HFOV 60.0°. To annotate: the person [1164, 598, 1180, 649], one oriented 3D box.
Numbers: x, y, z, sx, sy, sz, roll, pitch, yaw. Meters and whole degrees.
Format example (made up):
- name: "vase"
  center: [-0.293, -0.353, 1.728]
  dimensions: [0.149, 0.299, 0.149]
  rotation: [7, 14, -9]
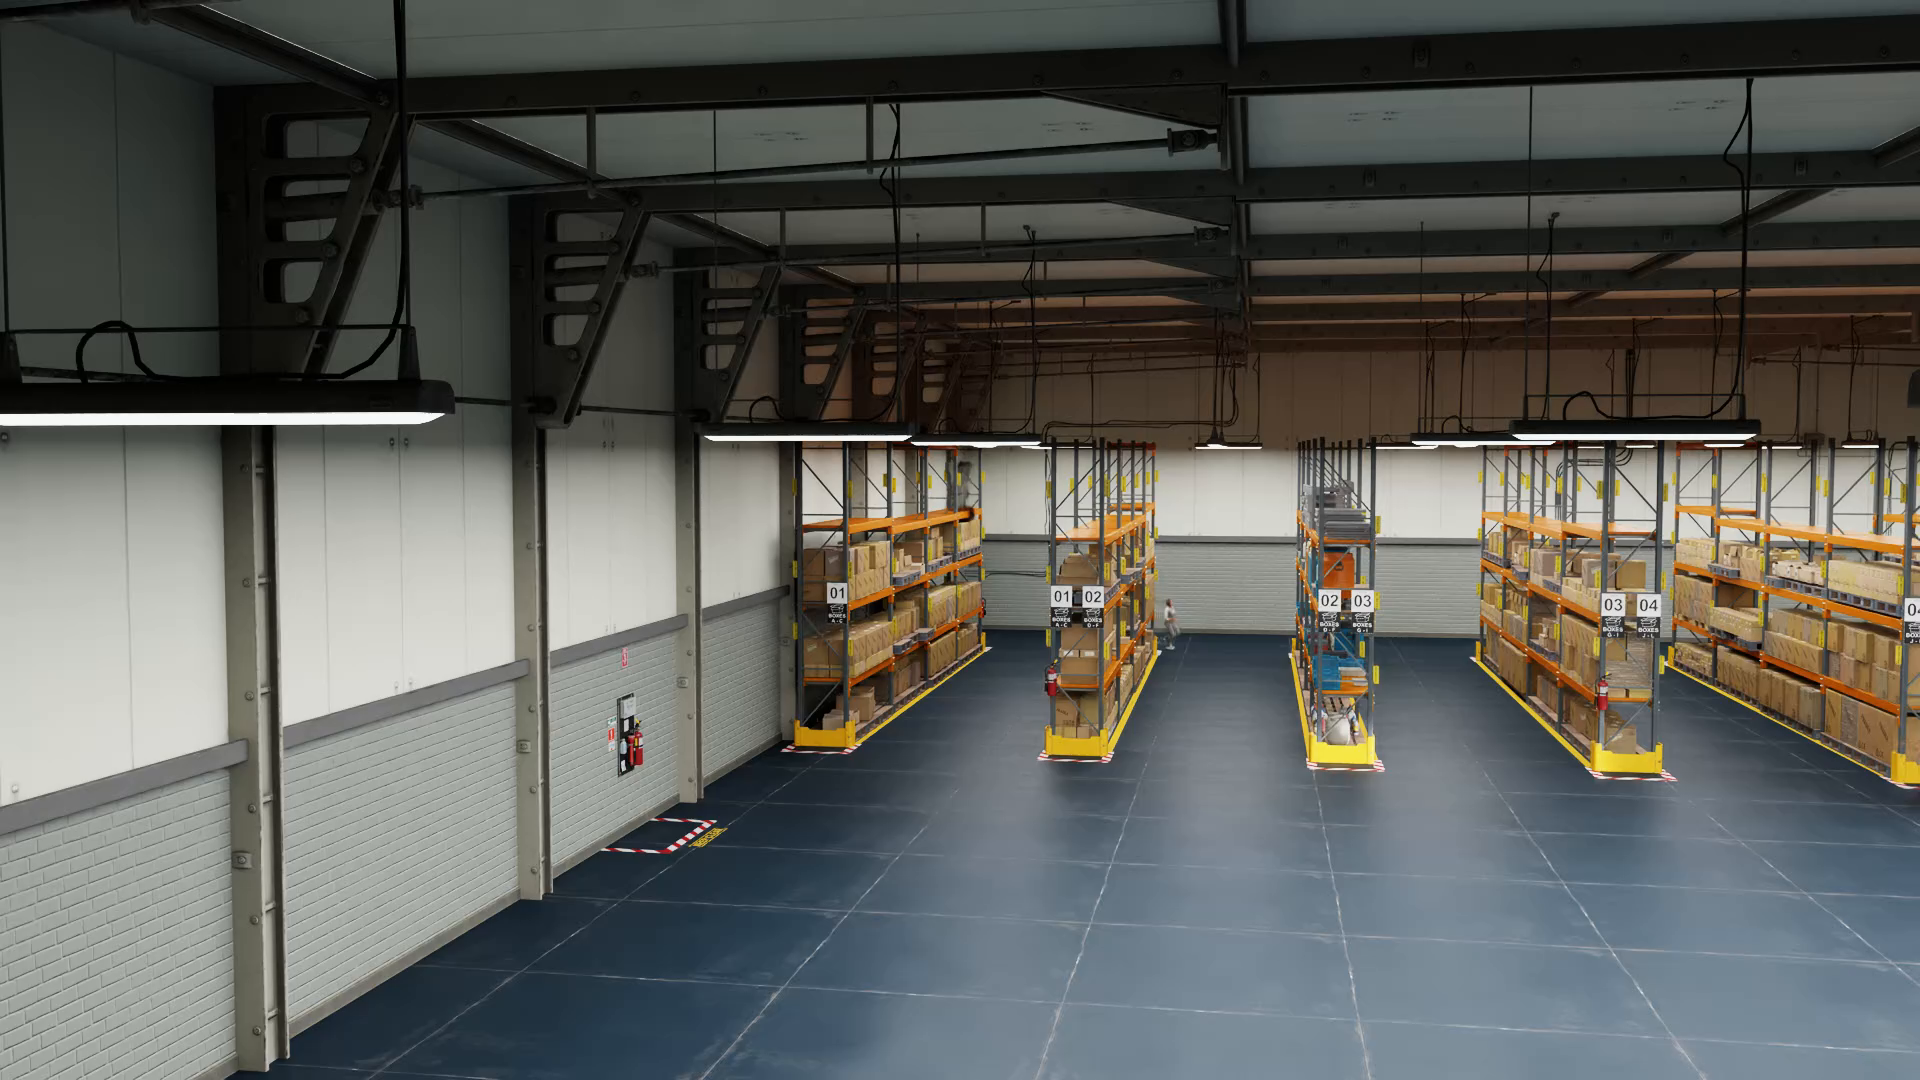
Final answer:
- name: "person"
  center: [6.083, 2.420, 48.046]
  dimensions: [0.506, 1.493, 0.623]
  rotation: [2, 4, 37]
